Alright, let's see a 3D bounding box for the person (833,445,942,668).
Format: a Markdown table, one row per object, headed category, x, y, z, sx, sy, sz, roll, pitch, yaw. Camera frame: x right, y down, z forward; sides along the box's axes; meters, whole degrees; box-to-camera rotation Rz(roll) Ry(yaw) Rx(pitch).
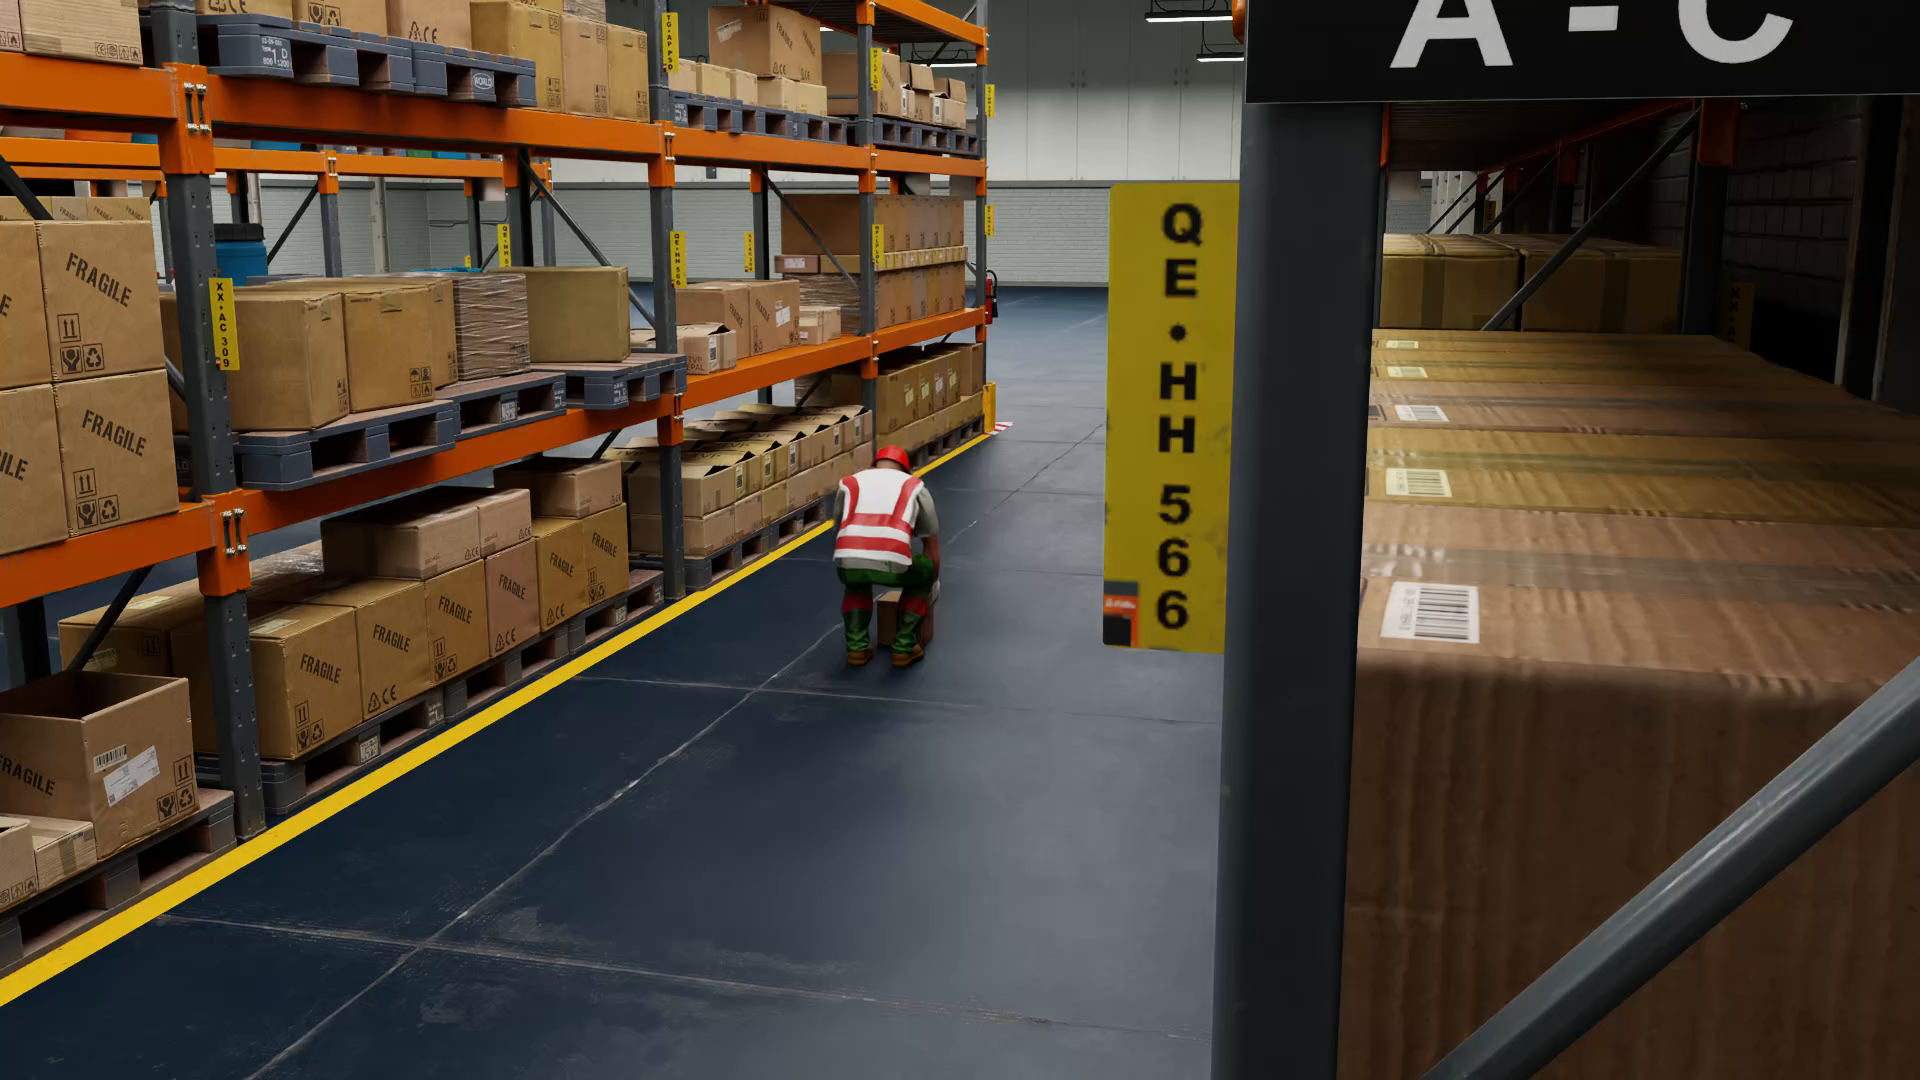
| category | x | y | z | sx | sy | sz | roll | pitch | yaw |
| --- | --- | --- | --- | --- | --- | --- | --- | --- | --- |
| person | -0.421 | 0.086 | 8.737 | 0.576 | 1.091 | 0.866 | 3 | 12 | 14 |
